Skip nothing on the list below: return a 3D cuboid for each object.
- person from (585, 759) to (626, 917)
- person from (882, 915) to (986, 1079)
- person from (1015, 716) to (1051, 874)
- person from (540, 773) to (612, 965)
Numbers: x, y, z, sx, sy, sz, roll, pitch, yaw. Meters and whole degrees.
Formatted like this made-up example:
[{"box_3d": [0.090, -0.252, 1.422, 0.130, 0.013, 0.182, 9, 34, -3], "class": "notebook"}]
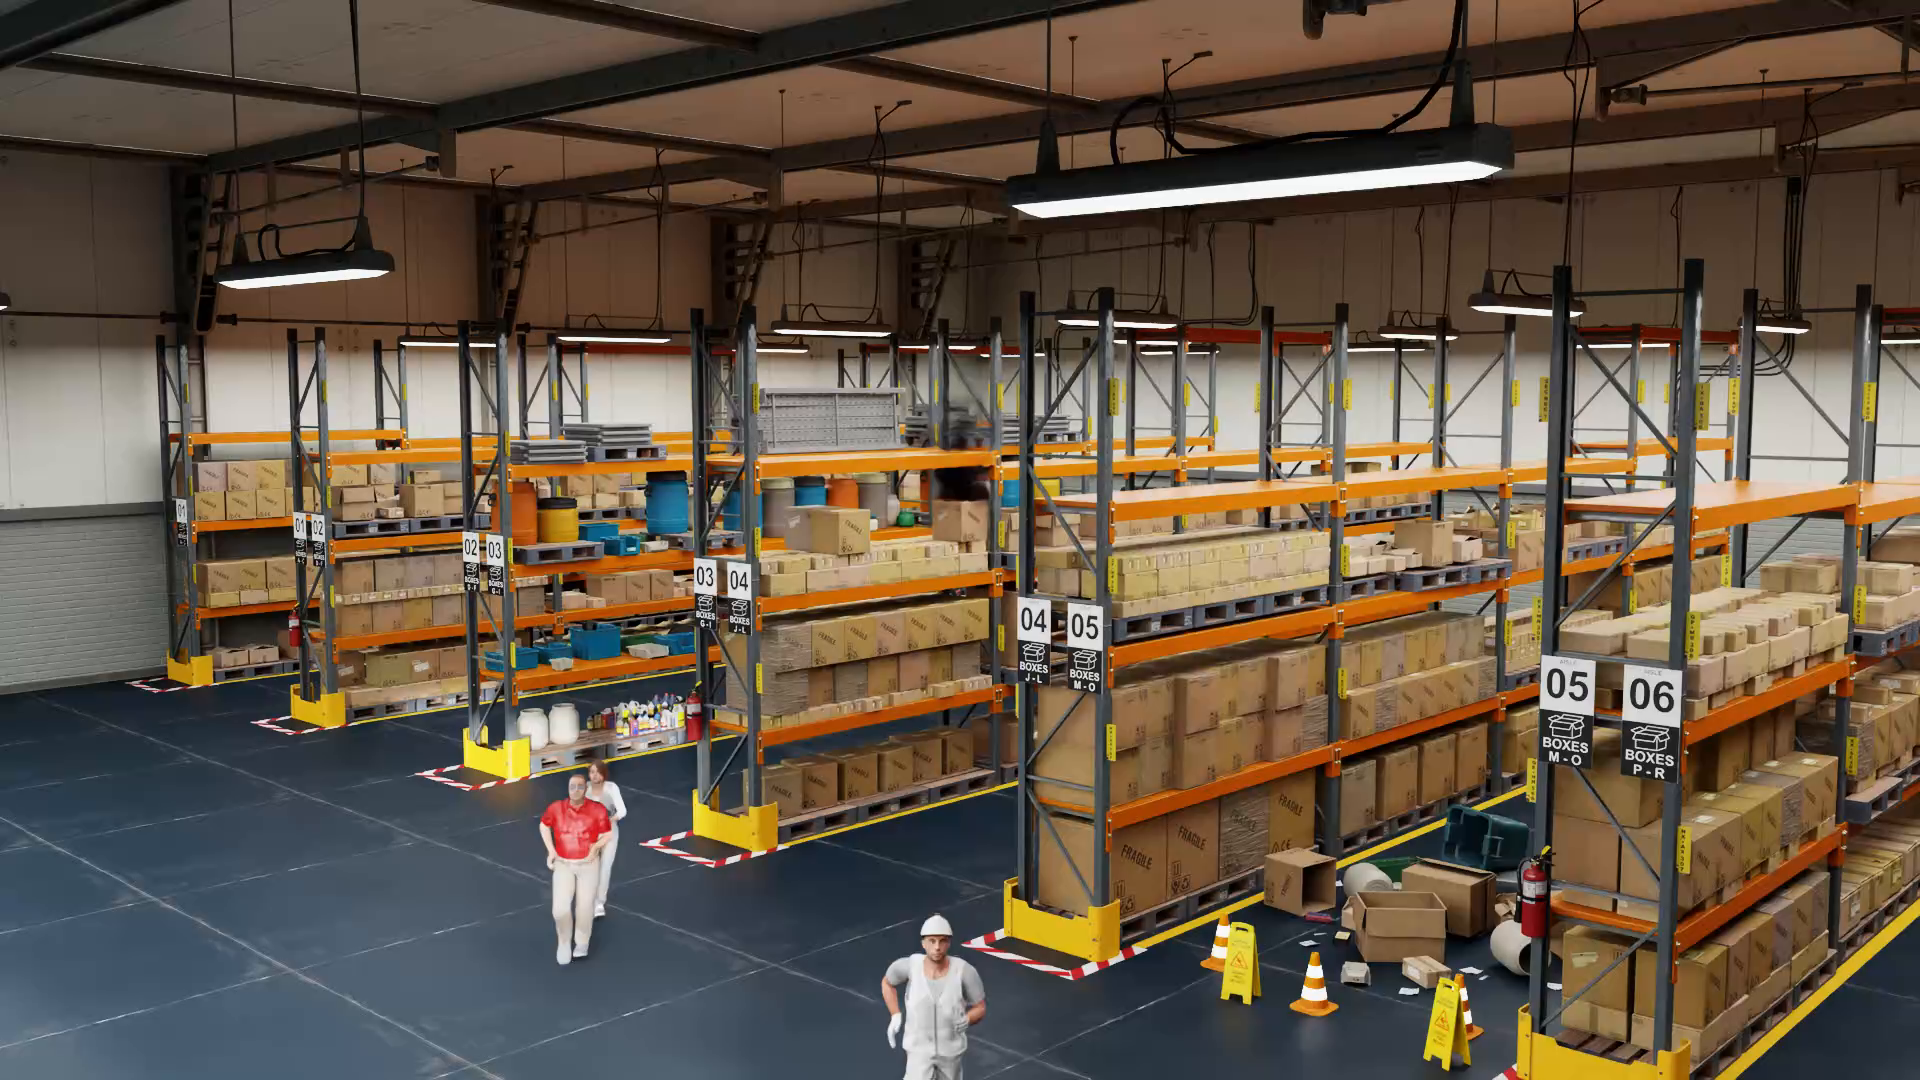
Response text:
[{"box_3d": [-3.452, 2.882, 15.930, 0.512, 1.576, 0.631, -1, 5, -10], "class": "person"}, {"box_3d": [-0.159, 3.279, 10.574, 0.634, 1.844, 0.837, -1, 5, -8], "class": "person"}, {"box_3d": [0.899, 2.651, 17.778, 0.598, 1.678, 0.918, 3, 6, 29], "class": "person"}, {"box_3d": [-3.409, 2.940, 14.765, 0.634, 1.730, 0.689, -1, 5, -11], "class": "person"}]
